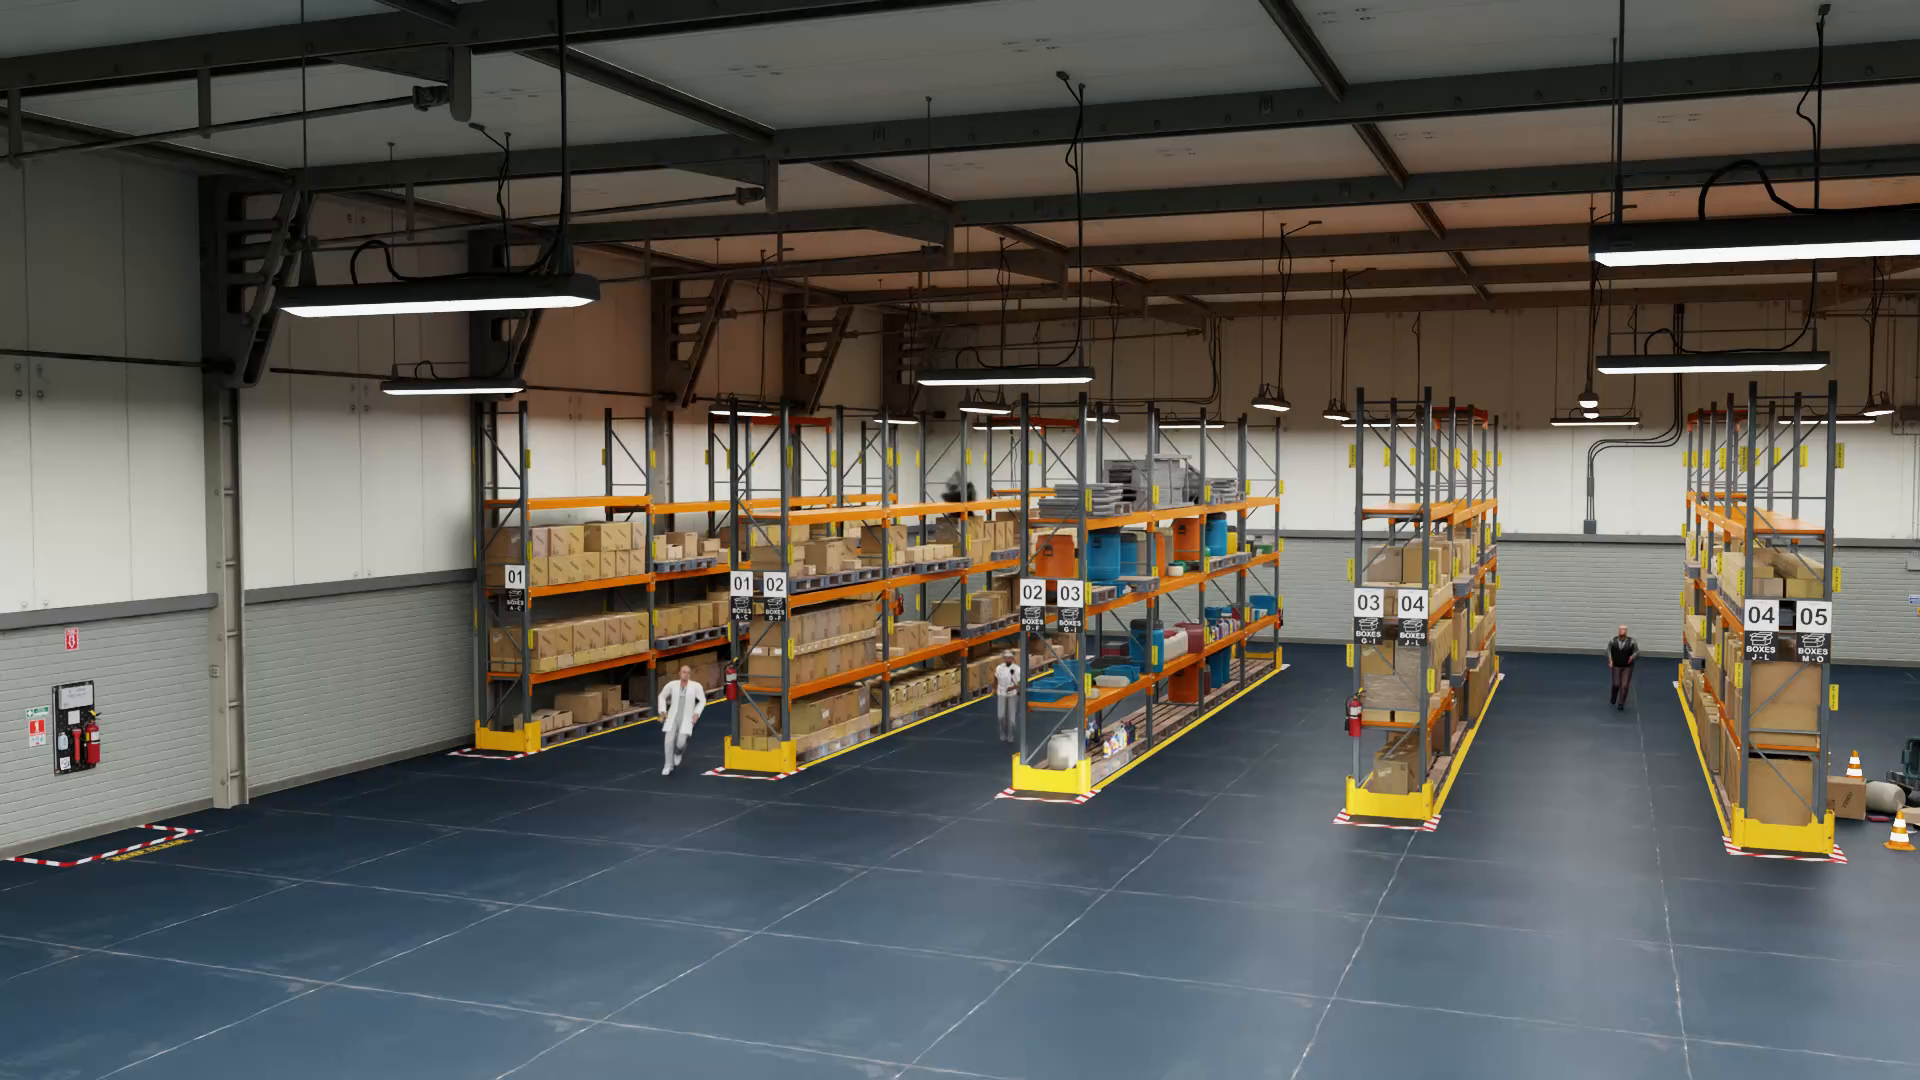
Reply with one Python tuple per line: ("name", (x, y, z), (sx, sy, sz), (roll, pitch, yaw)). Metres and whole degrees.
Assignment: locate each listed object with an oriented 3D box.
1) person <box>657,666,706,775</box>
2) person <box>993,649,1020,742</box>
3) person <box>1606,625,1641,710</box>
("person", (-4.454, 2.867, 26.569), (0.759, 1.712, 0.539), (0, 3, -2))
("person", (0.829, 2.736, 29.227), (0.543, 1.650, 0.723), (0, 3, 9))
("person", (13.243, 2.547, 33.234), (0.650, 1.689, 0.604), (1, 3, 25))
